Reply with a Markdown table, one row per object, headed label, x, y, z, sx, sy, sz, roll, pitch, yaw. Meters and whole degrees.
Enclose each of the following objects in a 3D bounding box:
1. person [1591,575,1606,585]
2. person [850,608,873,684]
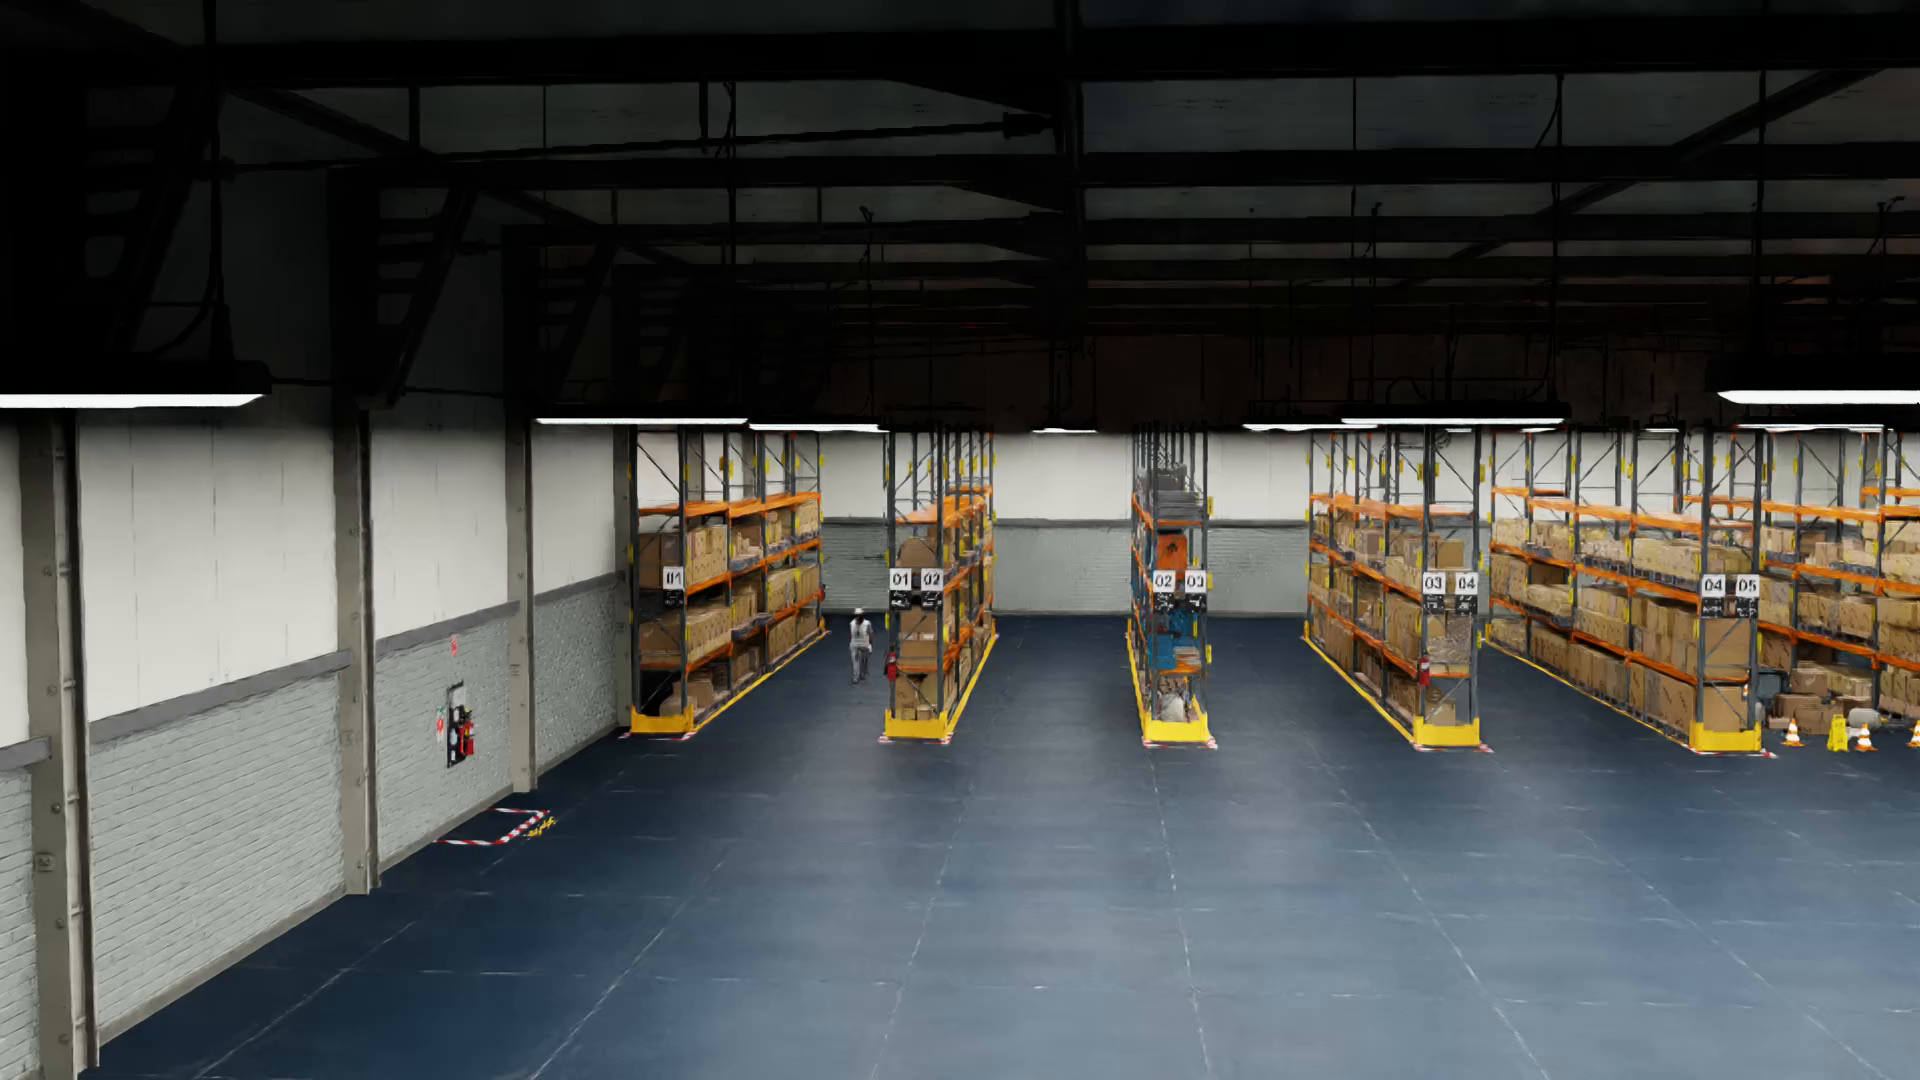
| label | x | y | z | sx | sy | sz | roll | pitch | yaw |
| --- | --- | --- | --- | --- | --- | --- | --- | --- | --- |
| person | 19.068 | 1.780 | 49.543 | 0.544 | 1.631 | 0.554 | 3 | 5 | 41 |
| person | -2.292 | 2.428 | 38.393 | 0.577 | 1.733 | 1.043 | 0 | 4 | 4 |
